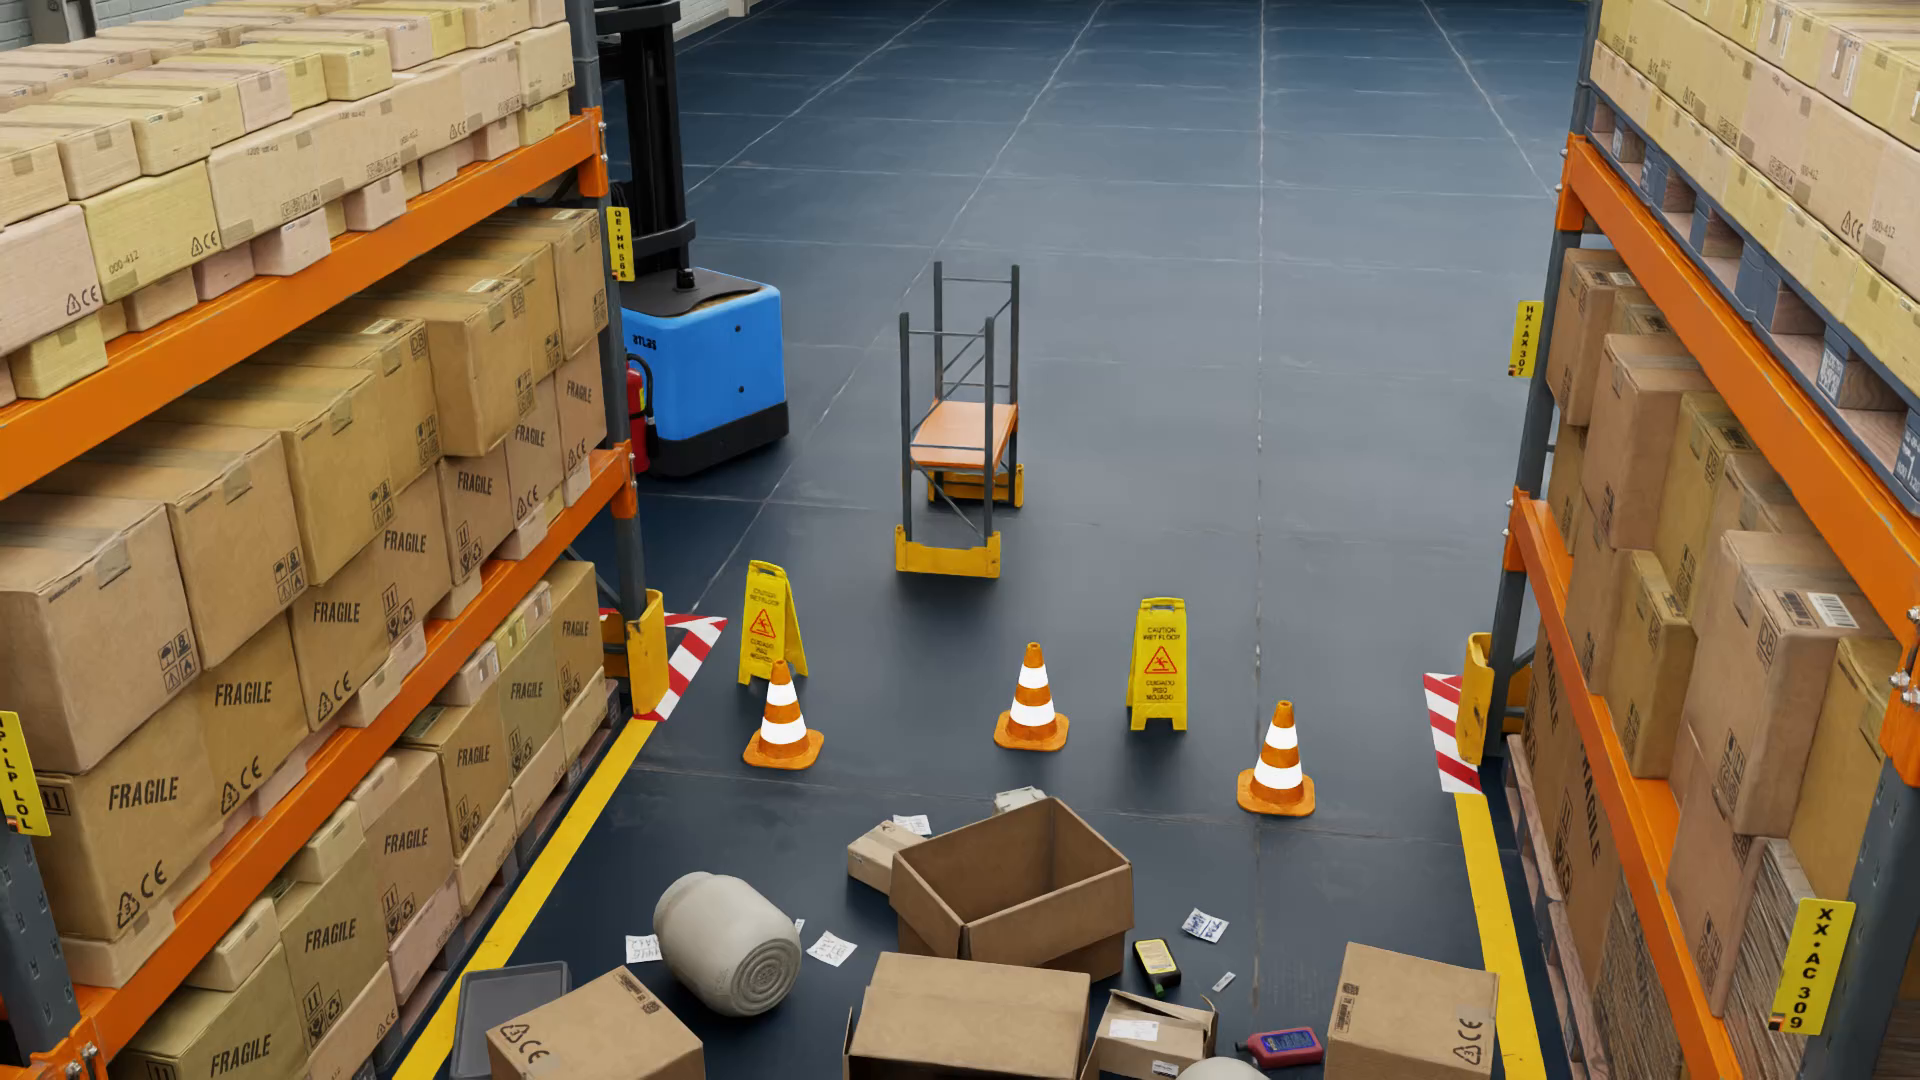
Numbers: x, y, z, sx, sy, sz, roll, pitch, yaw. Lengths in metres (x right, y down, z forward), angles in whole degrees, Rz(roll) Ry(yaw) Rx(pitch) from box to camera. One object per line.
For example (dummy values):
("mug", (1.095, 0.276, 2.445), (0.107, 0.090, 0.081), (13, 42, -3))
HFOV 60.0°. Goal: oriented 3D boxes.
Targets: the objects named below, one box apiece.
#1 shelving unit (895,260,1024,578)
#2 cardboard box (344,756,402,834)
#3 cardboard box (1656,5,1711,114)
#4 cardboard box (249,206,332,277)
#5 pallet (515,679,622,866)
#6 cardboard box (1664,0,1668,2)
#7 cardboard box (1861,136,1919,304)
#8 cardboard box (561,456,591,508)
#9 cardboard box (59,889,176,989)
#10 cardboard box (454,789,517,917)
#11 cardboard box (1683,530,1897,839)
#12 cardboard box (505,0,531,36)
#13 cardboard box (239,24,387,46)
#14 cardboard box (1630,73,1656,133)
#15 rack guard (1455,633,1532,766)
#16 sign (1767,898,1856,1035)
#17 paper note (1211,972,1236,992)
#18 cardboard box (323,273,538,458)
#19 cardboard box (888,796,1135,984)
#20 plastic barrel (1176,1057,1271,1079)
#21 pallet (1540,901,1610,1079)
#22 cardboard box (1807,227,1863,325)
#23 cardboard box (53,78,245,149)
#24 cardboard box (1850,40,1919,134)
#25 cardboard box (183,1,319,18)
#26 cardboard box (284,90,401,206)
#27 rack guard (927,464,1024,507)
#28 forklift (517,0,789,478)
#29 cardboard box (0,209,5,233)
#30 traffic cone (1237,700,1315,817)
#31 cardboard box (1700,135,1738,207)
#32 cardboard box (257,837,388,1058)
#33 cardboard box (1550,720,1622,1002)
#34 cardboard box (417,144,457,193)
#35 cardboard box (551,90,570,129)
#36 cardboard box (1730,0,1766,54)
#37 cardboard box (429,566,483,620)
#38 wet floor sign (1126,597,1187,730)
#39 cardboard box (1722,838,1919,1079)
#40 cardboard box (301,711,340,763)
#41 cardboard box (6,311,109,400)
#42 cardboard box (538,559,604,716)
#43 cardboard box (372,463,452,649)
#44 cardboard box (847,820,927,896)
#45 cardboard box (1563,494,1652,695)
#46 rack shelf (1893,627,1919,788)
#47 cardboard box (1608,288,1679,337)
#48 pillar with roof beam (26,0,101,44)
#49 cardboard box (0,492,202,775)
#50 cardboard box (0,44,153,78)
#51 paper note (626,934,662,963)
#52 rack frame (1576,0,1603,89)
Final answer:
("shelving unit", (0.012, -0.711, 9.500), (0.587, 1.500, 1.083), (4, 25, 9))
("cardboard box", (-2.104, 0.829, 5.539), (0.380, 0.149, 0.250), (5, 26, 12))
("cardboard box", (2.389, -1.414, 4.908), (0.500, 0.250, 0.500), (4, 25, 8))
("cardboard box", (-2.079, -0.880, 4.850), (0.380, 0.149, 0.250), (4, 25, 7))
("pallet", (-2.196, 0.970, 7.428), (1.003, 0.211, 1.213), (4, 25, 9))
("cardboard box", (2.390, -1.767, 5.192), (0.380, 0.149, 0.250), (4, 25, 9))
("cardboard box", (2.058, -0.573, 3.110), (0.500, 0.250, 0.500), (4, 25, 8))
("cardboard box", (-1.798, -0.263, 7.070), (0.380, 0.149, 0.250), (4, 25, 8))
("cardboard box", (-2.301, 1.015, 4.339), (0.380, 0.149, 0.250), (4, 25, 8))
("cardboard box", (-2.055, 1.185, 6.427), (0.500, 0.250, 0.500), (3, 25, 7))
("cardboard box", (2.300, 0.365, 3.982), (0.875, 0.550, 0.550), (4, 25, 9))
("cardboard box", (-1.860, -2.001, 6.303), (0.380, 0.149, 0.250), (4, 25, 9))
("cardboard box", (-2.091, -1.581, 5.406), (0.380, 0.149, 0.250), (3, 25, 7))
("cardboard box", (2.389, -1.403, 5.353), (0.380, 0.149, 0.250), (4, 25, 9))
("rack guard", (2.888, 0.761, 7.535), (1.175, 0.500, 0.348), (4, 25, 9))
("sign", (1.683, 0.846, 3.290), (0.100, 0.325, 0.005), (4, 25, 9))
("paper note", (0.985, 1.651, 6.212), (0.032, 0.001, 0.123), (19, 31, 35))
("cardboard box", (-1.956, -0.634, 5.919), (0.700, 0.500, 0.500), (4, 25, 8))
("cardboard box", (0.195, 1.379, 6.211), (0.797, 0.503, 0.637), (-14, 29, -27))
("plastic barrel", (0.903, 1.898, 5.196), (0.421, 0.421, 0.512), (-20, 32, -36))
("pallet", (2.629, 1.750, 5.761), (1.003, 0.211, 1.213), (4, 25, 9))
("cardboard box", (2.057, -0.557, 3.545), (0.380, 0.149, 0.250), (4, 25, 9))
("cardboard box", (-2.170, -1.140, 4.464), (0.380, 0.149, 0.250), (3, 25, 7))
("cardboard box", (2.059, -0.915, 3.371), (0.380, 0.149, 0.250), (4, 25, 8))
("cardboard box", (-2.517, -1.827, 5.931), (0.380, 0.149, 0.250), (4, 25, 8))
("cardboard box", (-2.077, -1.215, 5.096), (0.500, 0.250, 0.500), (4, 25, 9))
("rack guard", (0.094, -0.353, 10.210), (0.587, 0.250, 0.087), (4, 25, 9))
("forklift", (-2.607, -2.217, 11.029), (3.031, 2.935, 1.130), (19, 31, 35))
("cardboard box", (-2.296, -0.704, 3.533), (0.380, 0.149, 0.250), (4, 25, 8))
("traffic cone", (1.397, 0.912, 7.257), (0.336, 0.463, 0.334), (4, 25, 9))
("cardboard box", (2.223, -0.981, 4.453), (0.380, 0.149, 0.250), (4, 25, 8))
("cardboard box", (-2.231, 1.274, 5.354), (0.500, 0.500, 0.500), (5, 26, 11))
("cardboard box", (2.697, 1.067, 5.942), (0.875, 0.875, 0.875), (4, 25, 8))
("cardboard box", (-1.984, -1.314, 5.777), (0.380, 0.149, 0.250), (4, 25, 8))
("cardboard box", (-1.798, -1.738, 6.683), (0.380, 0.149, 0.250), (4, 25, 9))
("cardboard box", (2.224, -1.340, 4.278), (0.380, 0.149, 0.250), (4, 25, 9))
("cardboard box", (-2.006, 0.163, 6.160), (0.380, 0.149, 0.250), (4, 25, 8))
("wet floor sign", (0.936, 0.556, 7.801), (0.267, 0.644, 0.232), (0, 25, -1))
("cardboard box", (2.279, 1.089, 3.709), (0.875, 0.550, 0.550), (4, 25, 9))
("cardboard box", (-2.210, 0.578, 5.273), (0.380, 0.149, 0.250), (4, 25, 8))
("cardboard box", (-2.276, -0.452, 3.936), (0.380, 0.149, 0.250), (4, 25, 9))
("cardboard box", (-1.889, 0.407, 7.206), (0.500, 0.500, 0.500), (4, 25, 9))
("cardboard box", (-2.106, 0.033, 5.672), (0.500, 0.500, 0.500), (4, 25, 9))
("cardboard box", (-0.237, 1.317, 6.760), (0.380, 0.149, 0.250), (19, 31, 35))
("cardboard box", (2.585, 0.186, 5.637), (0.875, 0.550, 0.550), (4, 25, 9))
("rack shelf", (1.904, 1.116, 1.139), (1.077, 0.370, 4.000), (4, 25, 9))
("cardboard box", (2.787, -0.529, 5.892), (0.875, 0.550, 0.550), (4, 25, 9))
("pillar with roof beam", (-2.688, -5.704, 11.320), (9.100, 9.000, 0.400), (4, 25, 9))
("cardboard box", (-2.383, 0.209, 4.116), (0.700, 0.500, 0.500), (4, 25, 8))
("cardboard box", (-2.674, -1.398, 5.015), (0.380, 0.149, 0.250), (4, 25, 9))
("paper note", (-1.208, 1.561, 6.380), (0.142, 0.019, 0.148), (-5, 25, -10))
("rack frame", (2.884, -3.078, 5.711), (1.000, 3.000, 0.127), (4, 25, 9))
